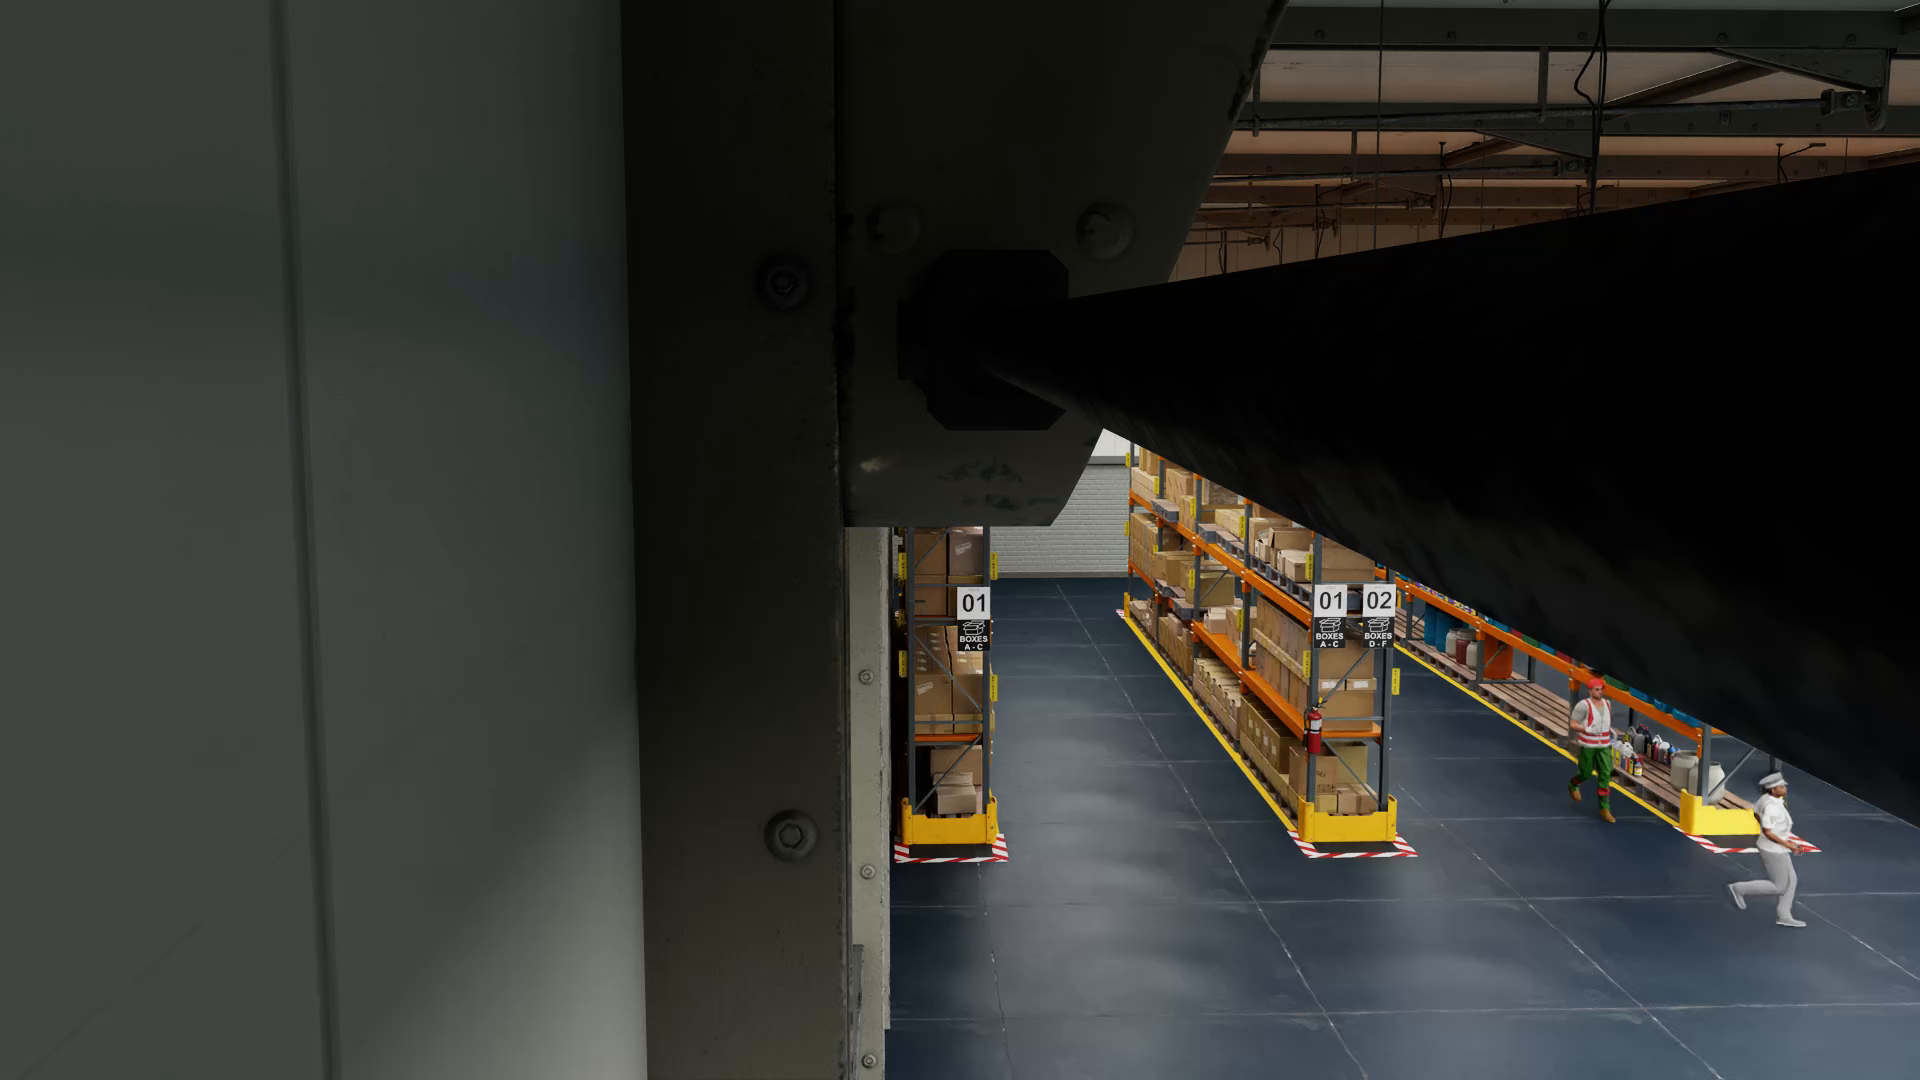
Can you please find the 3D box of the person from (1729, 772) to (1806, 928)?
[{"bbox_3d":[8.608,3.265,17.656,0.768,1.660,0.593,3,8,22],"label":"person"}]

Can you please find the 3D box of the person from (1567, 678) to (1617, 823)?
[{"bbox_3d":[8.215,2.669,21.559,0.656,1.786,0.987,-1,7,-7],"label":"person"}]
